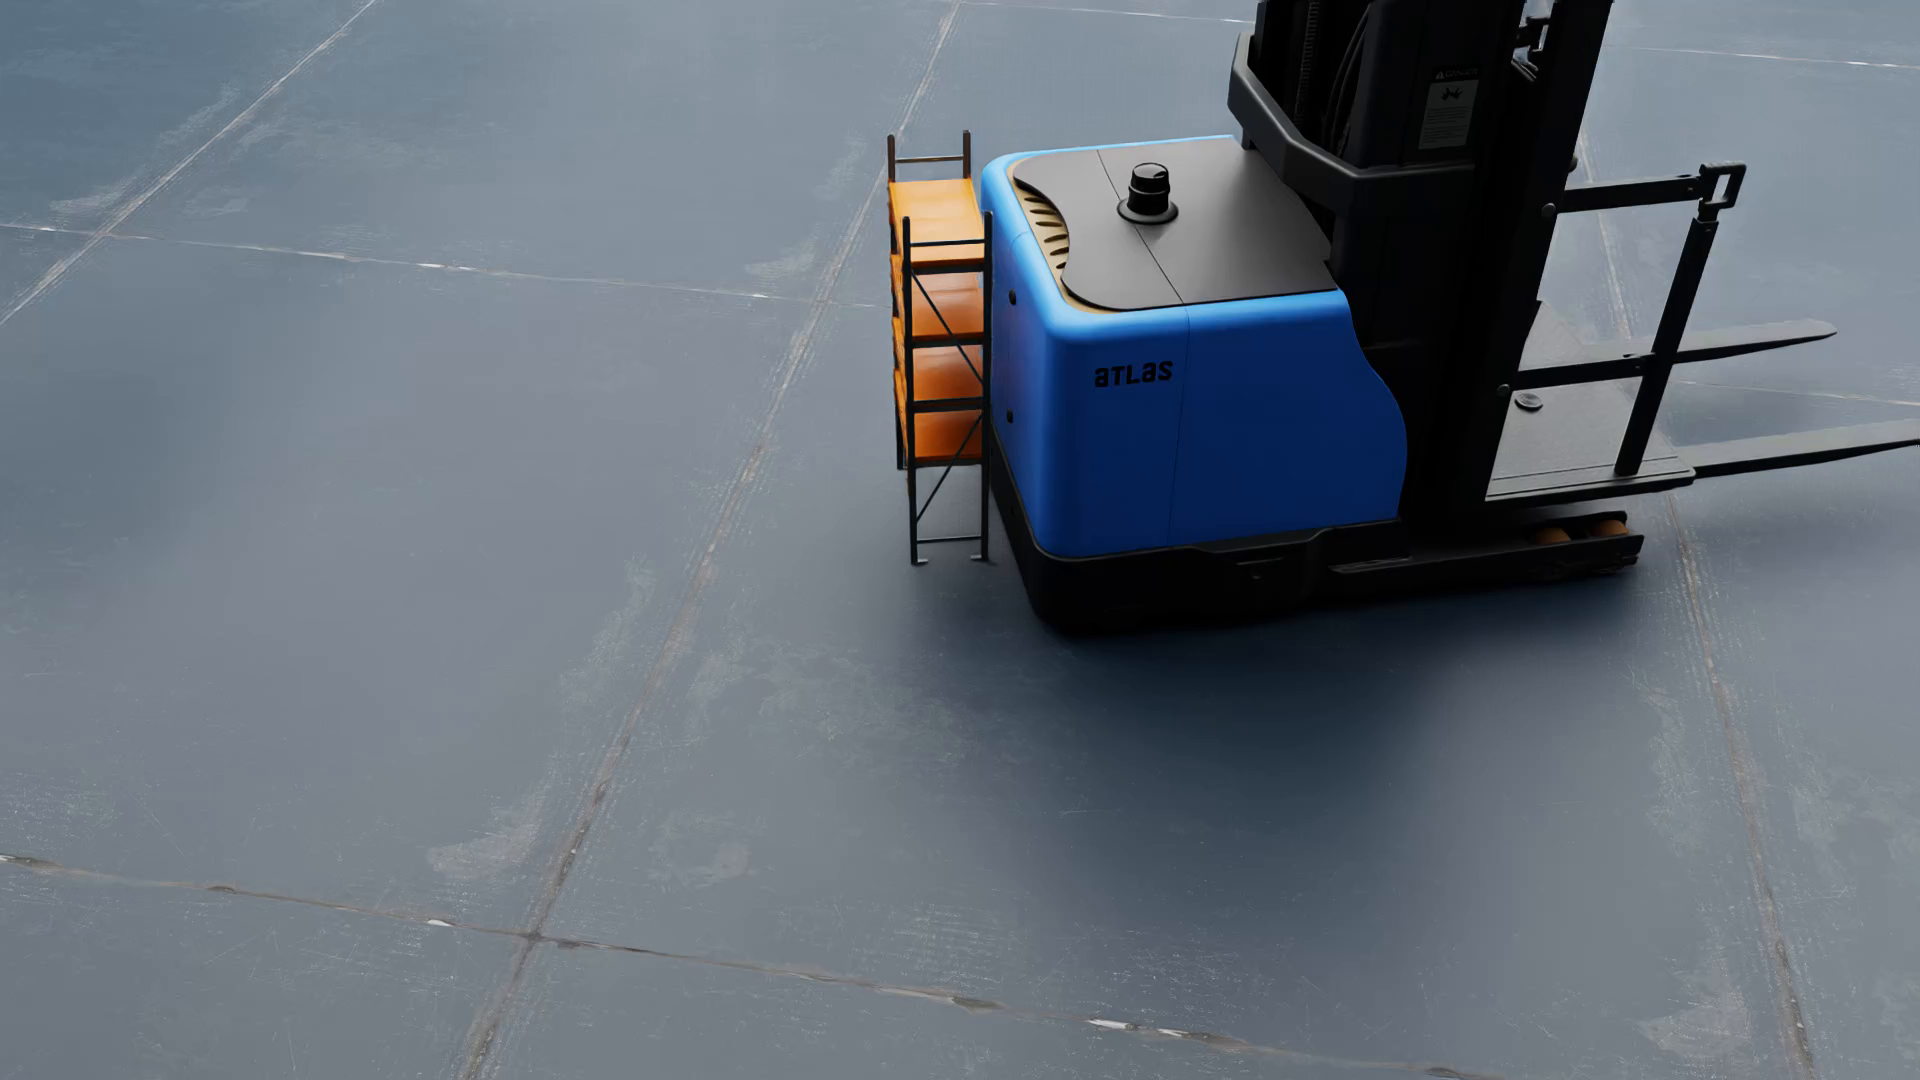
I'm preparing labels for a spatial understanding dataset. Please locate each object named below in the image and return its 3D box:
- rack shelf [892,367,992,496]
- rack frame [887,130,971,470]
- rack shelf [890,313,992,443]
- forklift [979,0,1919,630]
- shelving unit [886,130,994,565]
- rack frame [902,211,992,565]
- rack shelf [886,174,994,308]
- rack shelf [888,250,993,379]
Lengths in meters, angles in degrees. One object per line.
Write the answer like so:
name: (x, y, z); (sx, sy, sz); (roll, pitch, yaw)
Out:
rack shelf: (-0.062, -0.349, 5.148); (0.258, 0.148, 0.480); (-4, 40, -5)
rack frame: (-0.090, -0.709, 5.165); (0.240, 1.200, 0.015); (-4, 40, -5)
rack shelf: (-0.062, -0.502, 5.021); (0.258, 0.148, 0.480); (-4, 40, -5)
forklift: (1.618, -1.328, 4.556); (3.031, 2.935, 1.130); (-7, 40, -8)
shelving unit: (-0.062, -0.554, 4.978); (0.258, 1.200, 0.503); (-4, 40, -5)
rack frame: (-0.034, -0.400, 4.792); (0.240, 1.200, 0.015); (-4, 40, -5)
rack shelf: (-0.062, -0.857, 4.728); (0.258, 0.148, 0.480); (-4, 40, -5)
rack shelf: (-0.062, -0.675, 4.879); (0.258, 0.148, 0.480); (-4, 40, -5)
